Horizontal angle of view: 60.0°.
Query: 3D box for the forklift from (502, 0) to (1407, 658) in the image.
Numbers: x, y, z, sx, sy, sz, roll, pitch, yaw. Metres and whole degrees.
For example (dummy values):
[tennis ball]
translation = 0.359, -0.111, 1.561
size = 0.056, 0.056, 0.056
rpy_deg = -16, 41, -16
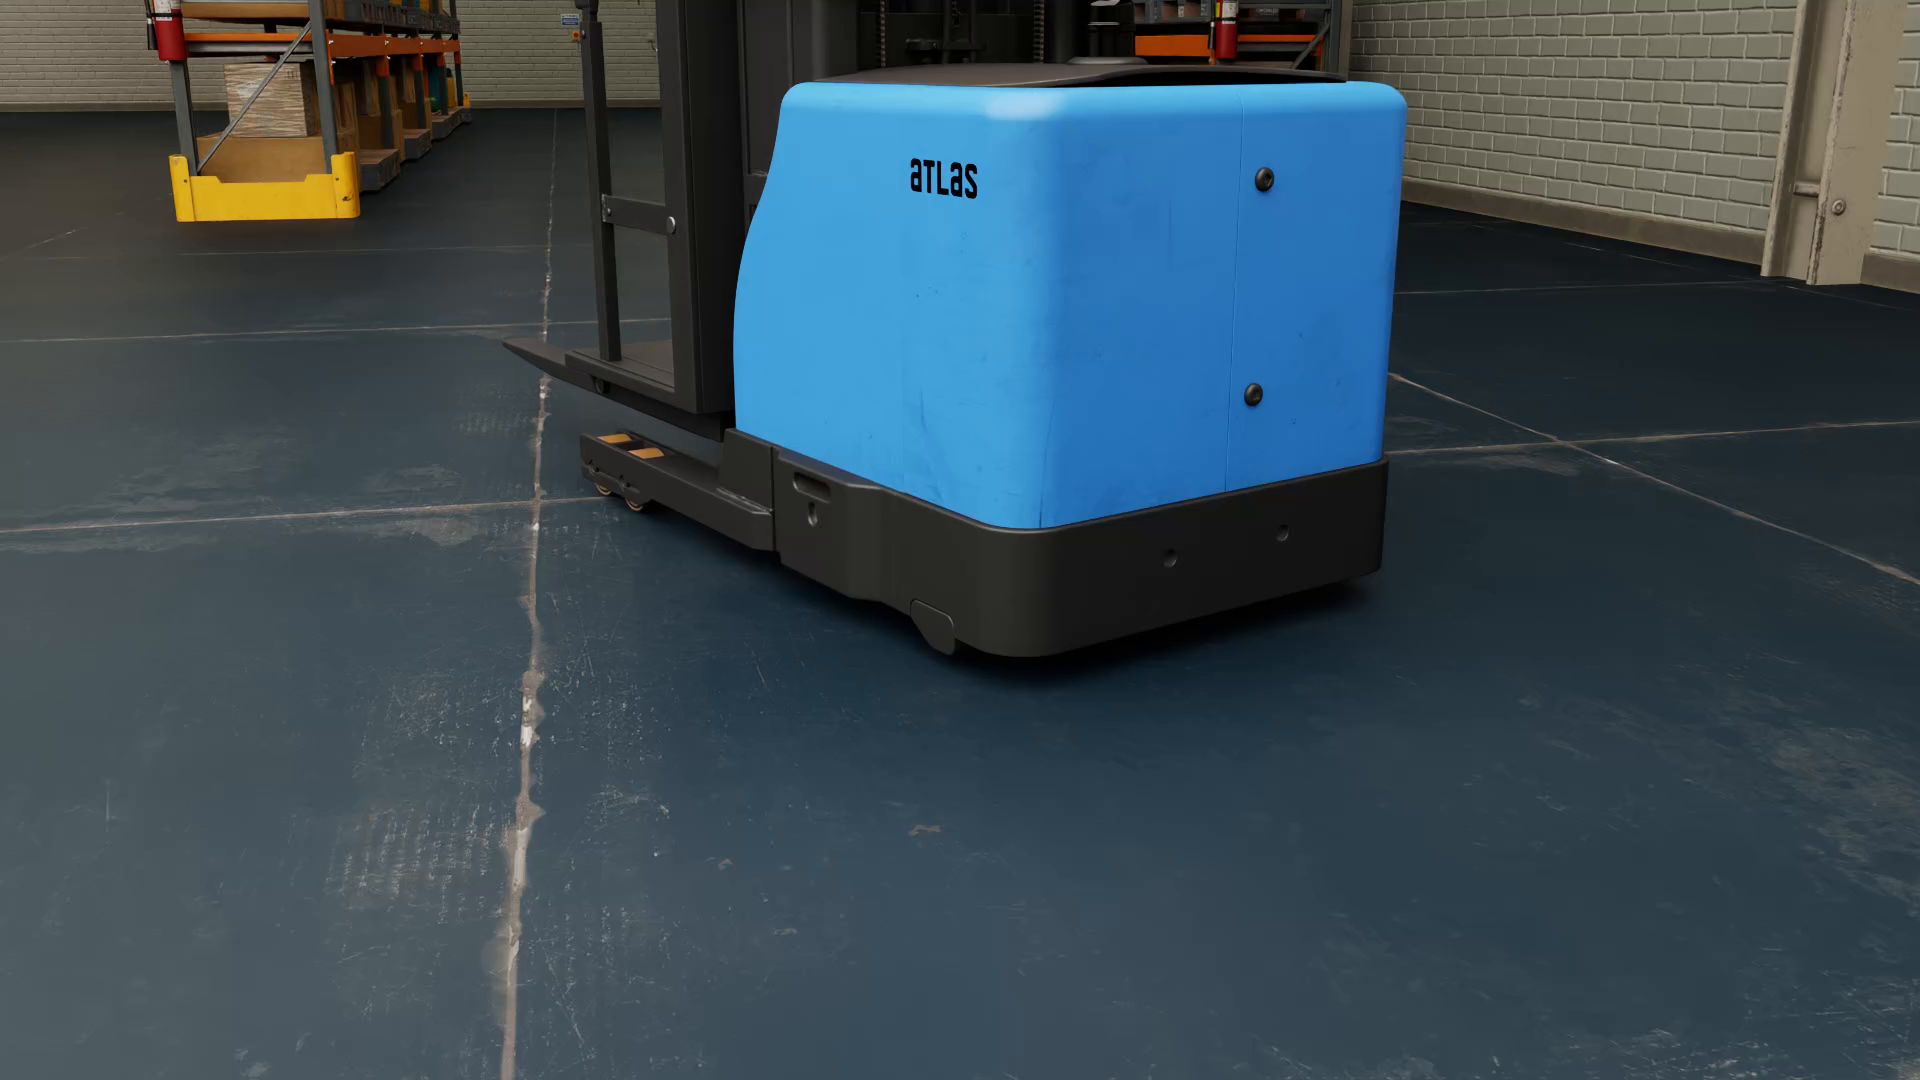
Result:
[forklift]
translation = -0.350, -1.547, 4.075
size = 1.130, 2.935, 3.031
rpy_deg = -11, 20, -34
